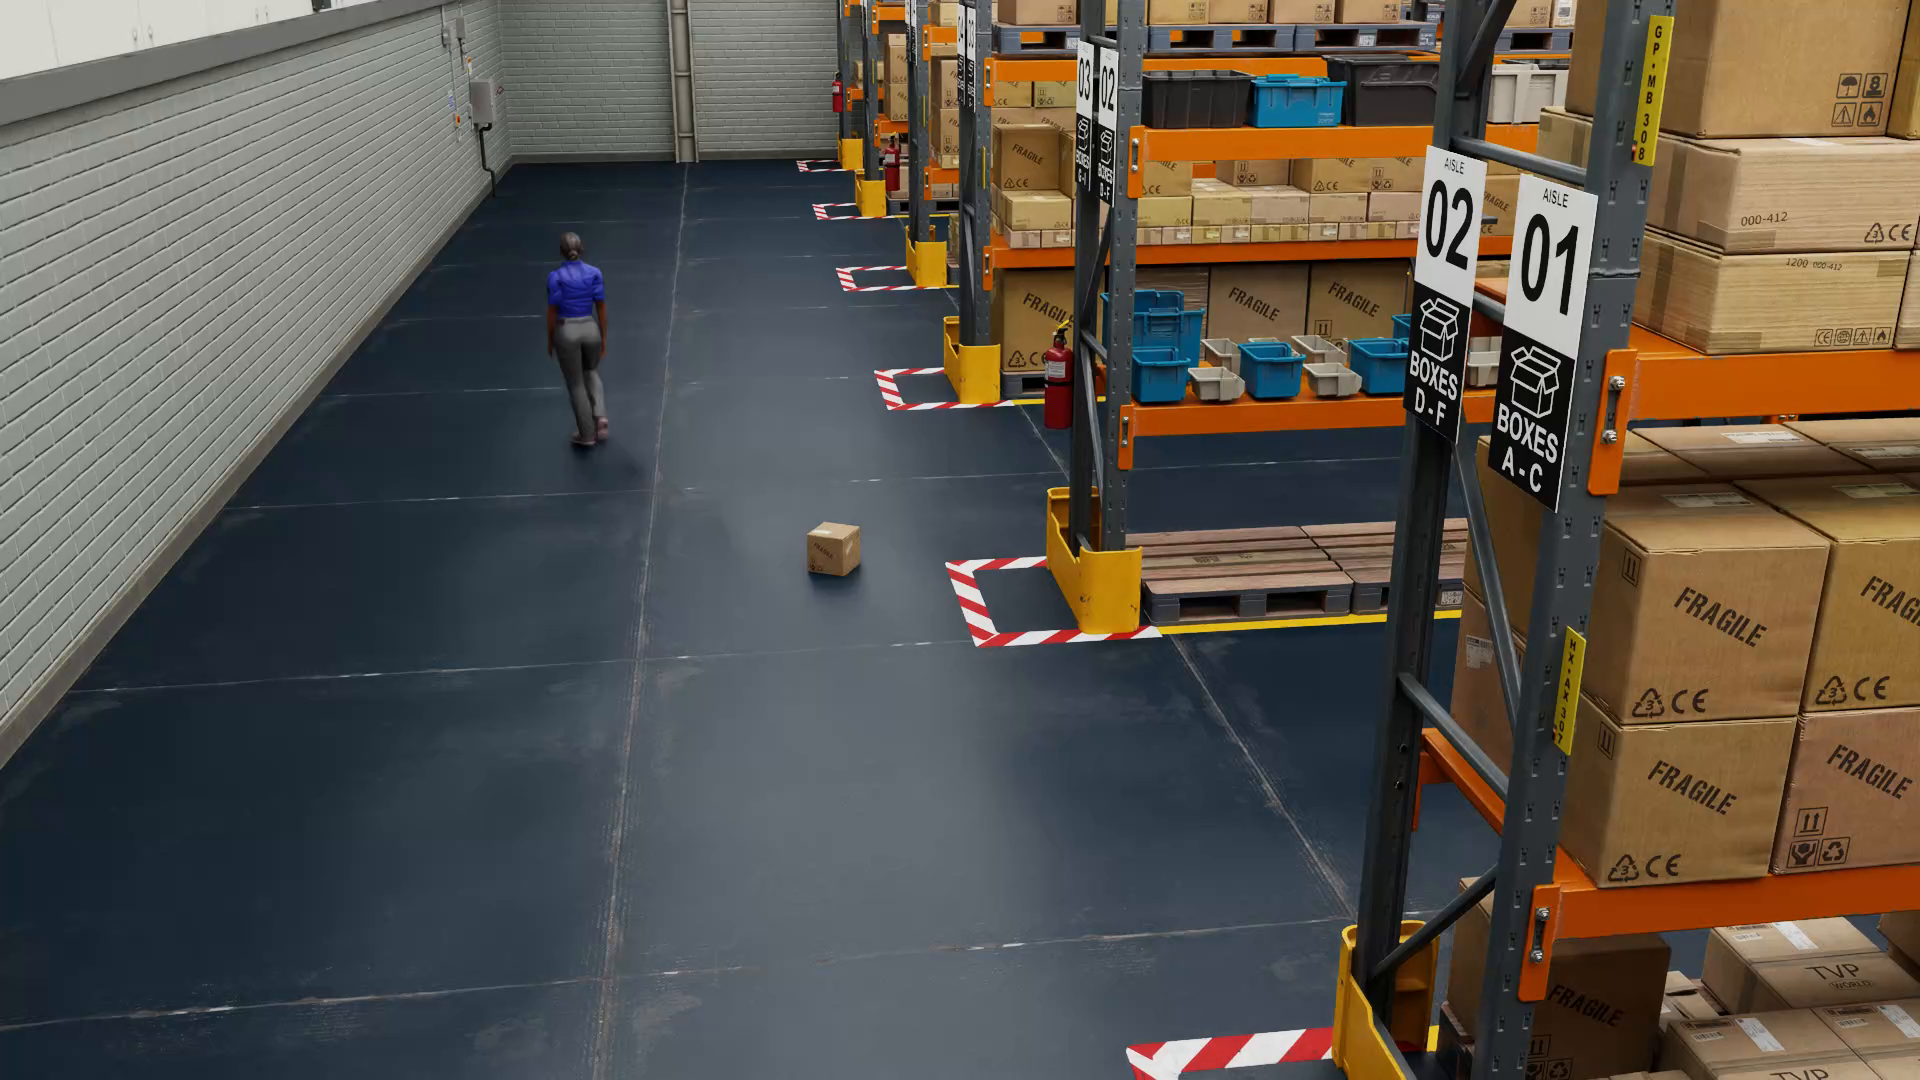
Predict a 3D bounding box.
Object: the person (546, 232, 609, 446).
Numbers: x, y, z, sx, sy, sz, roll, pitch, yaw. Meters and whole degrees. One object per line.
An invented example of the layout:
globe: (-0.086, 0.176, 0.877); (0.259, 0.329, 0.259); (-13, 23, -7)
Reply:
person: (-2.954, -1.537, 12.755); (0.440, 1.680, 0.427); (-13, 24, -32)
